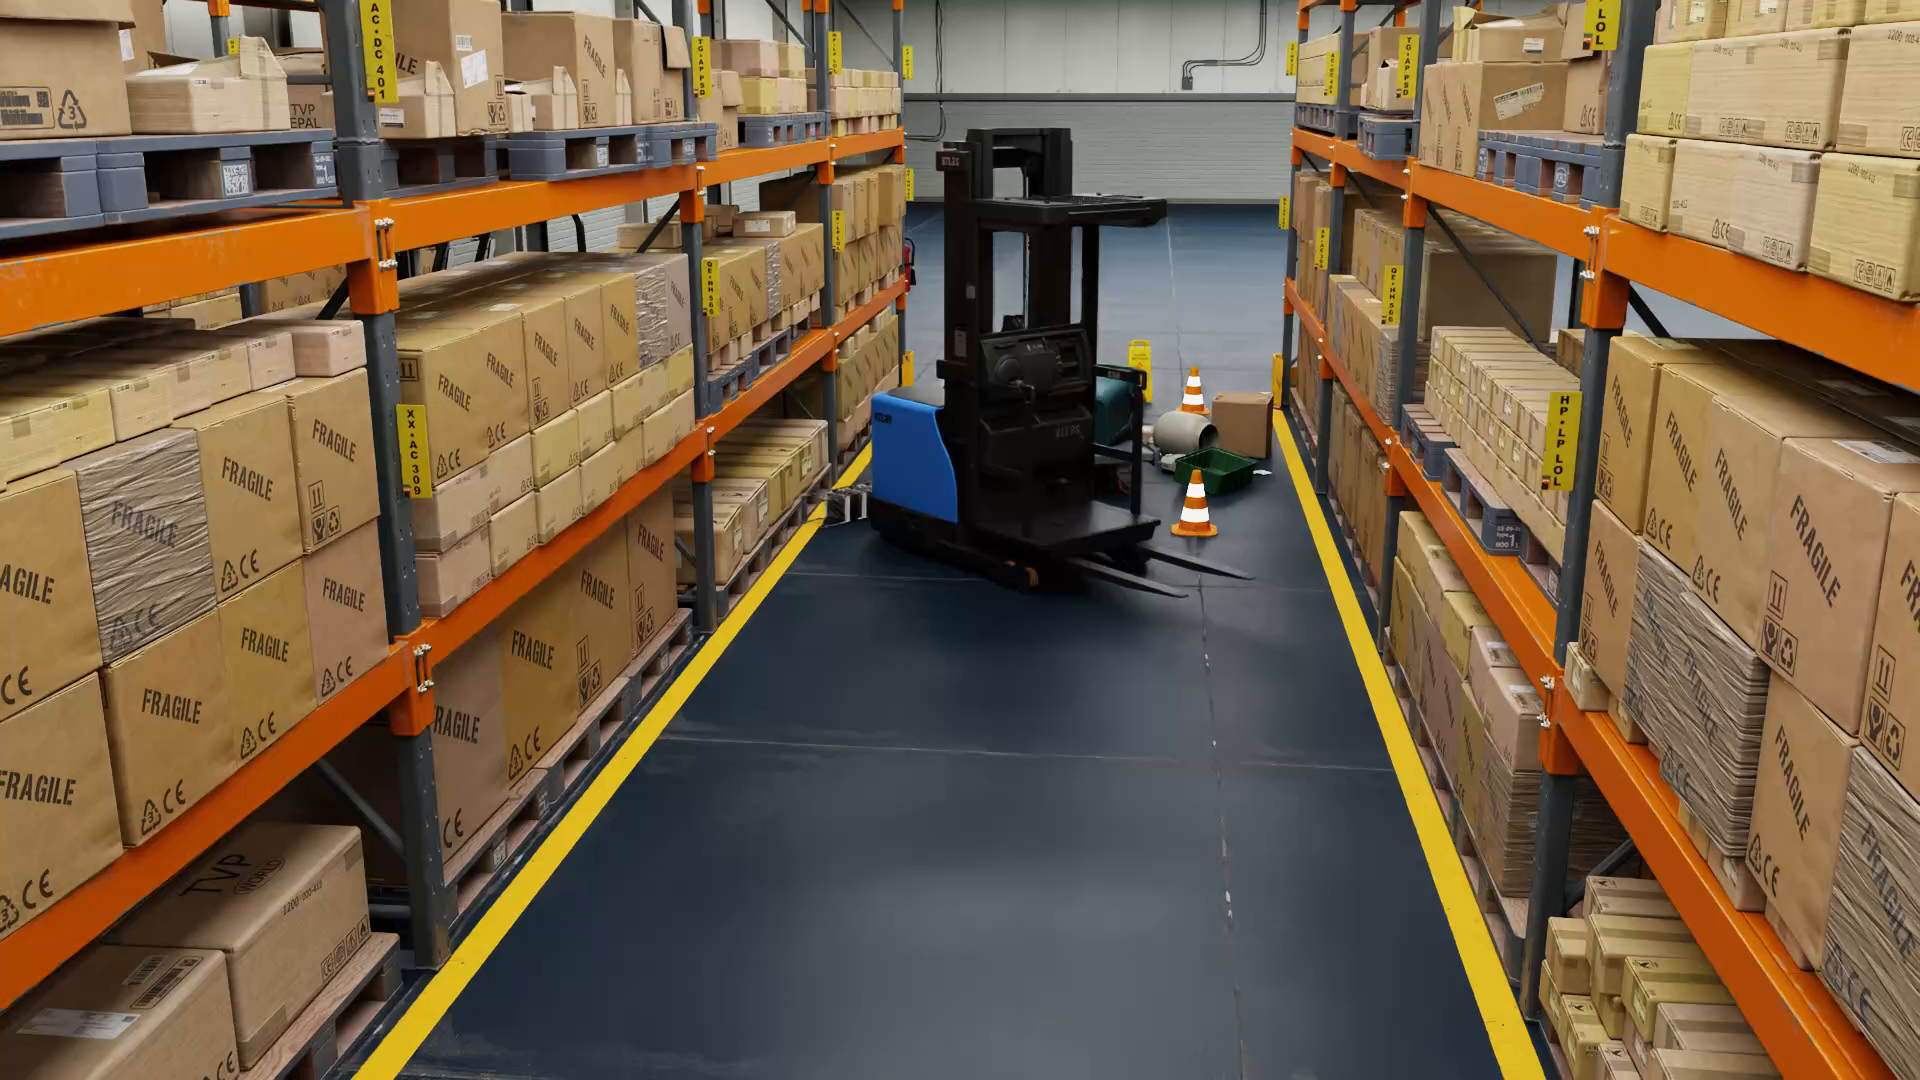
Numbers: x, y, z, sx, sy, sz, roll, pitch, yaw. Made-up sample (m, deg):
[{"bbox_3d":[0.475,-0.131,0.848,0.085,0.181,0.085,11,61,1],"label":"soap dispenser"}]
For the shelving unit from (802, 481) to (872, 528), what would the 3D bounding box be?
[{"bbox_3d":[-0.806,-0.291,12.803,0.258,0.210,0.900,13,19,40],"label":"shelving unit"}]

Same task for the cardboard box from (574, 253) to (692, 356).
[{"bbox_3d":[-1.780,-1.291,9.083,0.500,0.500,0.500,1,15,5],"label":"cardboard box"}]

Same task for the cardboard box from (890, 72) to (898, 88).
[{"bbox_3d":[-0.824,-4.592,16.605,0.380,0.149,0.250,2,15,7],"label":"cardboard box"}]

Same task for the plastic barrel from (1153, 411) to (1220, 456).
[{"bbox_3d":[2.003,-0.916,14.737,0.421,0.421,0.512,-14,20,-42],"label":"plastic barrel"}]

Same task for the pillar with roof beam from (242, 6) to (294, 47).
[{"bbox_3d":[-2.708,-5.737,16.140,9.100,9.000,0.400,2,15,6],"label":"pillar with roof beam"}]

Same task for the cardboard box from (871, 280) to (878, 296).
[{"bbox_3d":[-0.984,-2.418,15.841,0.380,0.149,0.250,2,15,6],"label":"cardboard box"}]

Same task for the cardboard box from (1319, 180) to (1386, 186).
[{"bbox_3d":[3.671,-2.928,14.887,0.875,0.550,0.500,2,15,6],"label":"cardboard box"}]

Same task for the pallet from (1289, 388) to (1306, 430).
[{"bbox_3d":[3.838,-1.301,16.571,1.003,0.211,1.213,2,15,6],"label":"pallet"}]

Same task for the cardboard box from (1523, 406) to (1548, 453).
[{"bbox_3d":[2.438,-0.428,6.536,0.380,0.149,0.250,2,15,6],"label":"cardboard box"}]

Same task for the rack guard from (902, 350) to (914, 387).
[{"bbox_3d":[-1.088,-1.750,17.678,1.175,0.500,0.348,2,15,6],"label":"rack guard"}]

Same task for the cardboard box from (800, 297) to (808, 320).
[{"bbox_3d":[-1.355,-1.743,12.540,0.380,0.149,0.250,1,15,5],"label":"cardboard box"}]

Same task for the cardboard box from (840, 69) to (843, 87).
[{"bbox_3d":[-1.170,-3.791,13.644,0.380,0.149,0.250,2,15,8],"label":"cardboard box"}]

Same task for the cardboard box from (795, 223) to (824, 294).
[{"bbox_3d":[-1.355,-2.207,13.013,0.500,0.500,0.500,1,15,5],"label":"cardboard box"}]

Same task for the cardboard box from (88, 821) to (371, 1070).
[{"bbox_3d":[-2.611,1.329,5.603,0.875,0.438,0.875,1,15,5],"label":"cardboard box"}]

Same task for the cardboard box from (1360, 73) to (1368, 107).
[{"bbox_3d":[3.083,-3.305,12.152,0.258,0.266,0.396,1,15,5],"label":"cardboard box"}]

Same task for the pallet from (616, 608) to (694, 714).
[{"bbox_3d":[-2.146,0.646,9.367,1.003,0.211,1.213,2,15,6],"label":"pallet"}]

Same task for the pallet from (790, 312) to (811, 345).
[{"bbox_3d":[-1.761,-1.653,12.895,1.003,0.211,1.213,2,15,6],"label":"pallet"}]

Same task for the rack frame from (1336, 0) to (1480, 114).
[{"bbox_3d":[3.399,-4.716,12.362,1.000,3.000,0.127,2,15,6],"label":"rack frame"}]

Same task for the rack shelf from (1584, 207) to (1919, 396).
[{"bbox_3d":[2.271,-0.327,3.256,1.077,0.370,4.000,2,15,6],"label":"rack shelf"}]

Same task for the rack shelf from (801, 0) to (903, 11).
[{"bbox_3d":[-1.305,-5.005,14.817,1.077,0.370,4.000,2,15,6],"label":"rack shelf"}]

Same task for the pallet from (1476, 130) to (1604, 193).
[{"bbox_3d":[2.786,-1.528,6.681,1.213,0.211,1.003,2,15,6],"label":"pallet"}]

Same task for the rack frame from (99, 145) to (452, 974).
[{"bbox_3d":[-2.433,0.136,5.914,1.000,3.000,0.127,2,15,6],"label":"rack frame"}]

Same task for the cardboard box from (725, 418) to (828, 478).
[{"bbox_3d":[-1.587,-0.737,13.372,0.950,0.372,0.625,2,15,7],"label":"cardboard box"}]

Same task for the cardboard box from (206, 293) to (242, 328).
[{"bbox_3d":[-6.260,-1.874,13.632,0.500,0.250,0.500,2,15,8],"label":"cardboard box"}]

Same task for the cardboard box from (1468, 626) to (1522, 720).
[{"bbox_3d":[2.401,0.564,6.879,0.500,0.250,0.500,2,15,9],"label":"cardboard box"}]

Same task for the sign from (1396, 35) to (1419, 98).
[{"bbox_3d":[2.397,-2.537,8.908,0.100,0.325,0.005,2,15,6],"label":"sign"}]

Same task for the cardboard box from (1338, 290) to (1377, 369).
[{"bbox_3d":[2.957,-1.479,11.694,0.500,0.500,0.500,2,15,6],"label":"cardboard box"}]

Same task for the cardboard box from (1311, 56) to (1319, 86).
[{"bbox_3d":[3.371,-4.117,14.616,0.500,0.250,0.500,2,15,6],"label":"cardboard box"}]

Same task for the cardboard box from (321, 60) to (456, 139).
[{"bbox_3d":[-2.029,-1.570,5.927,0.396,0.266,0.258,2,15,6],"label":"cardboard box"}]

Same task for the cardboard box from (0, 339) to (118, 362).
[{"bbox_3d":[-2.727,-0.500,4.914,0.380,0.149,0.250,2,15,6],"label":"cardboard box"}]

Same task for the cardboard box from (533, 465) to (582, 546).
[{"bbox_3d":[-1.991,-0.165,7.313,0.500,0.250,0.500,2,15,6],"label":"cardboard box"}]

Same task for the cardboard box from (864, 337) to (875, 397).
[{"bbox_3d":[-1.087,-1.595,15.342,0.500,0.500,0.500,3,15,9],"label":"cardboard box"}]

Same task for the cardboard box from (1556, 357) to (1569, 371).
[{"bbox_3d":[3.345,-0.866,8.724,0.380,0.149,0.250,2,15,7],"label":"cardboard box"}]

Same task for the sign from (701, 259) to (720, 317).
[{"bbox_3d":[-1.430,-1.445,9.543,0.100,0.325,0.005,2,15,6],"label":"sign"}]

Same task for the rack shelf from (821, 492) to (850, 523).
[{"bbox_3d":[-0.947,-0.253,12.647,0.258,0.200,0.077,13,19,40],"label":"rack shelf"}]

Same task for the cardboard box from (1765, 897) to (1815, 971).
[{"bbox_3d":[2.055,0.854,3.738,0.380,0.149,0.250,2,15,8],"label":"cardboard box"}]

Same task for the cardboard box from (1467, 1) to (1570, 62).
[{"bbox_3d":[2.581,-2.350,7.703,0.396,0.266,0.258,2,15,6],"label":"cardboard box"}]

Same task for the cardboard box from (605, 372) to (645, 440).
[{"bbox_3d":[-1.876,-0.671,8.228,0.500,0.250,0.500,1,15,5],"label":"cardboard box"}]

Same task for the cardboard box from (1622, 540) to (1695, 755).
[{"bbox_3d":[2.142,0.313,4.497,0.500,0.500,0.500,2,15,6],"label":"cardboard box"}]

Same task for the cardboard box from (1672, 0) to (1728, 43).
[{"bbox_3d":[2.159,-1.416,4.473,0.380,0.149,0.250,1,15,4],"label":"cardboard box"}]

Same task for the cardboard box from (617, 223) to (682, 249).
[{"bbox_3d":[-2.078,-2.042,11.160,0.380,0.149,0.250,1,15,4],"label":"cardboard box"}]

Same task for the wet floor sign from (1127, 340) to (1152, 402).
[{"bbox_3d":[1.887,-1.787,17.533,0.267,0.644,0.232,-1,15,-3],"label":"wet floor sign"}]

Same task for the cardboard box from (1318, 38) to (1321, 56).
[{"bbox_3d":[3.267,-4.214,14.211,0.380,0.149,0.250,2,15,6],"label":"cardboard box"}]

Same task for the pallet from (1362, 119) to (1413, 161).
[{"bbox_3d":[2.968,-2.308,9.565,1.213,0.211,1.003,2,15,9],"label":"pallet"}]

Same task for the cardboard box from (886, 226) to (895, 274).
[{"bbox_3d":[-0.928,-2.890,16.342,0.500,0.500,0.500,2,15,6],"label":"cardboard box"}]

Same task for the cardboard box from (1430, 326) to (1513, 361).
[{"bbox_3d":[2.703,-1.036,8.783,0.380,0.149,0.250,2,15,6],"label":"cardboard box"}]

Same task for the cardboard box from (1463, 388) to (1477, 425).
[{"bbox_3d":[2.581,-0.618,7.809,0.380,0.149,0.250,2,15,6],"label":"cardboard box"}]

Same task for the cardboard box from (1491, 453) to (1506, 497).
[{"bbox_3d":[2.489,-0.273,7.102,0.380,0.149,0.250,2,15,9],"label":"cardboard box"}]

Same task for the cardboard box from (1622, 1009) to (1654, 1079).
[{"bbox_3d":[2.207,1.502,4.948,0.380,0.149,0.250,2,15,6],"label":"cardboard box"}]

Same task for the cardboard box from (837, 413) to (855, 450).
[{"bbox_3d":[-1.196,-0.960,14.428,0.500,0.250,0.500,1,15,4],"label":"cardboard box"}]

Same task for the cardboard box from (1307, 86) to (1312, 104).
[{"bbox_3d":[3.351,-4.028,15.051,0.380,0.149,0.250,2,15,6],"label":"cardboard box"}]

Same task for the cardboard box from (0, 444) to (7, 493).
[{"bbox_3d":[-2.353,-0.156,3.643,0.380,0.149,0.250,1,15,5],"label":"cardboard box"}]

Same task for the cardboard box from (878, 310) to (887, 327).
[{"bbox_3d":[-0.917,-2.150,16.149,0.380,0.149,0.250,2,15,7],"label":"cardboard box"}]

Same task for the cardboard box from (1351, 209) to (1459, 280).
[{"bbox_3d":[3.349,-2.222,12.525,0.700,0.500,0.500,1,15,5],"label":"cardboard box"}]

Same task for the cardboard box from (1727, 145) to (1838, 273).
[{"bbox_3d":[2.056,-0.744,3.706,0.500,0.250,0.500,2,15,9],"label":"cardboard box"}]

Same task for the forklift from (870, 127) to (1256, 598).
[{"bbox_3d":[0.654,-1.219,11.057,1.130,2.935,3.031,-12,19,-37],"label":"forklift"}]

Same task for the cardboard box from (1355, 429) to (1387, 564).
[{"bbox_3d":[3.201,-0.281,10.961,1.050,0.750,0.750,2,15,7],"label":"cardboard box"}]
